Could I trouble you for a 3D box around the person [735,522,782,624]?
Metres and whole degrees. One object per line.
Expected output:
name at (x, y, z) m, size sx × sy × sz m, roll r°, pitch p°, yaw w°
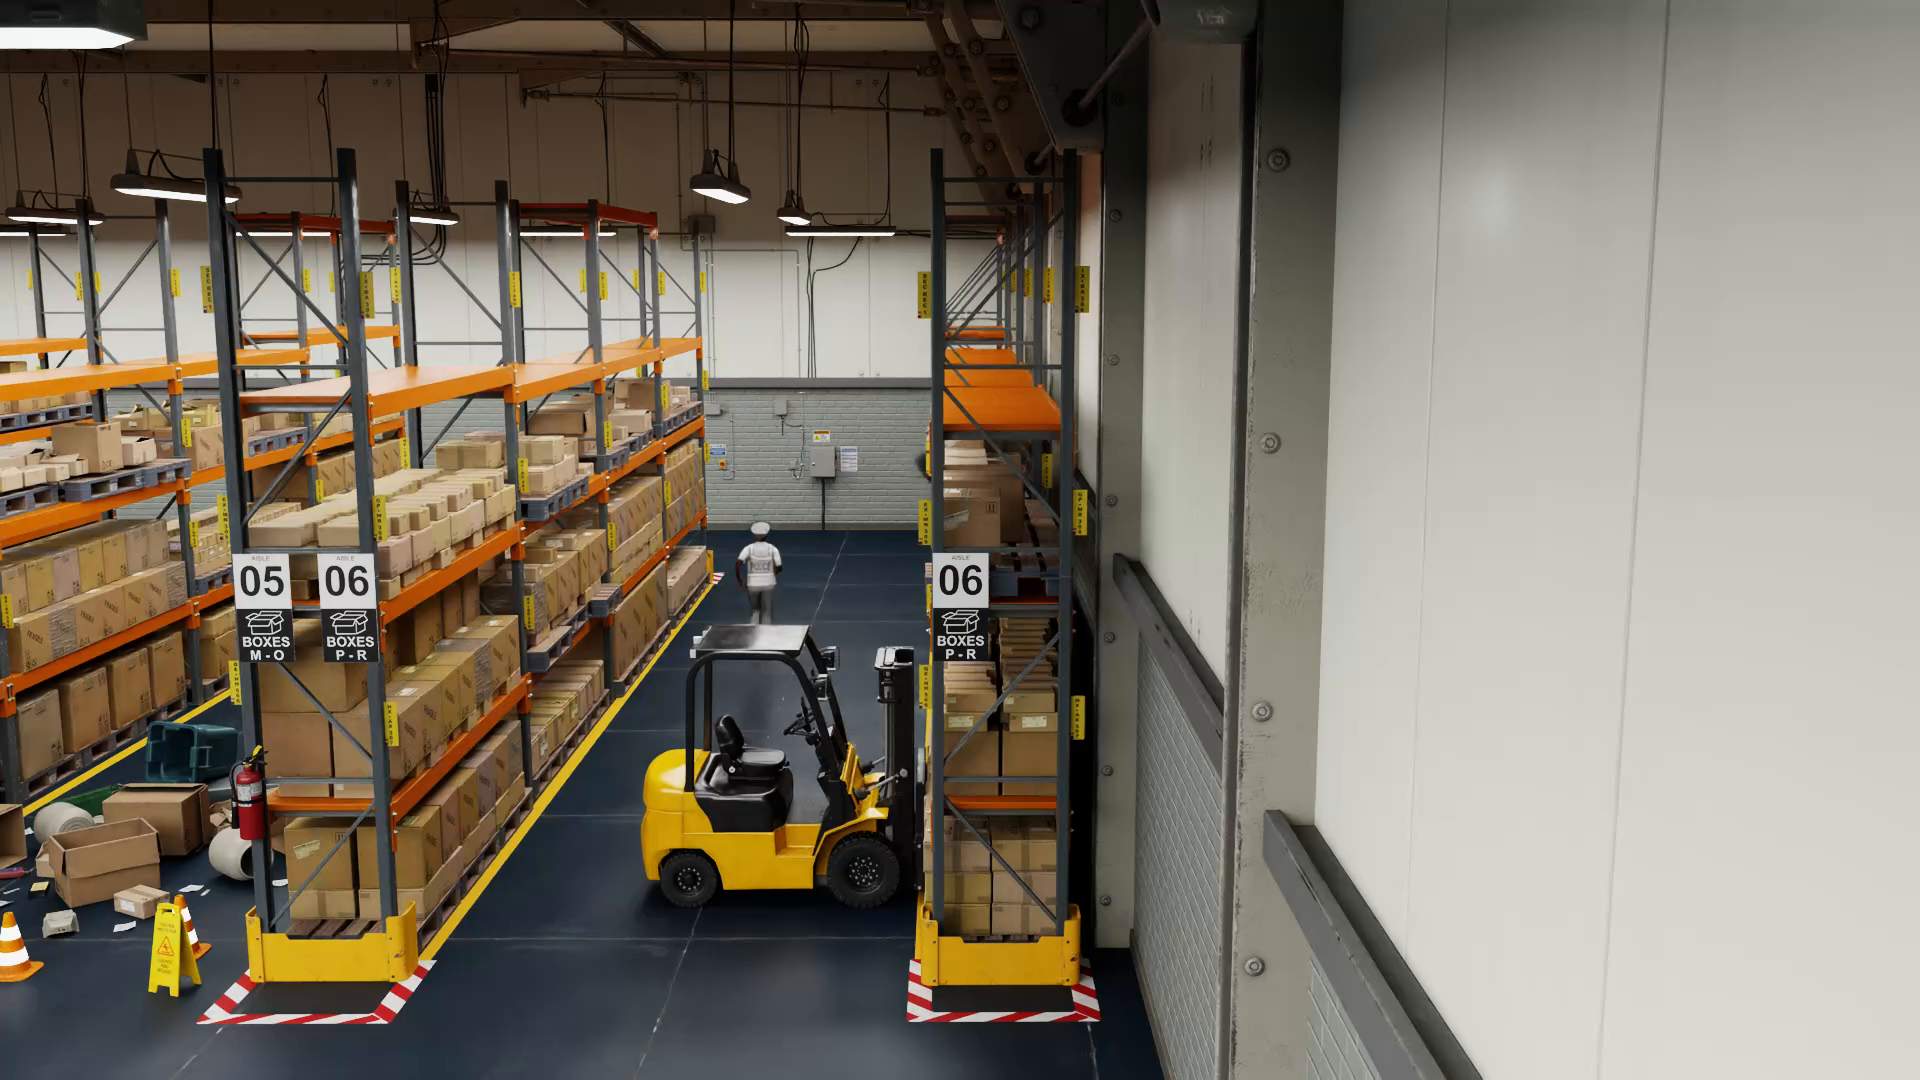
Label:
person at (-2.604, 0.638, 21.596) m, size 0.596 × 1.740 × 0.635 m, roll 0°, pitch 9°, yaw -2°
